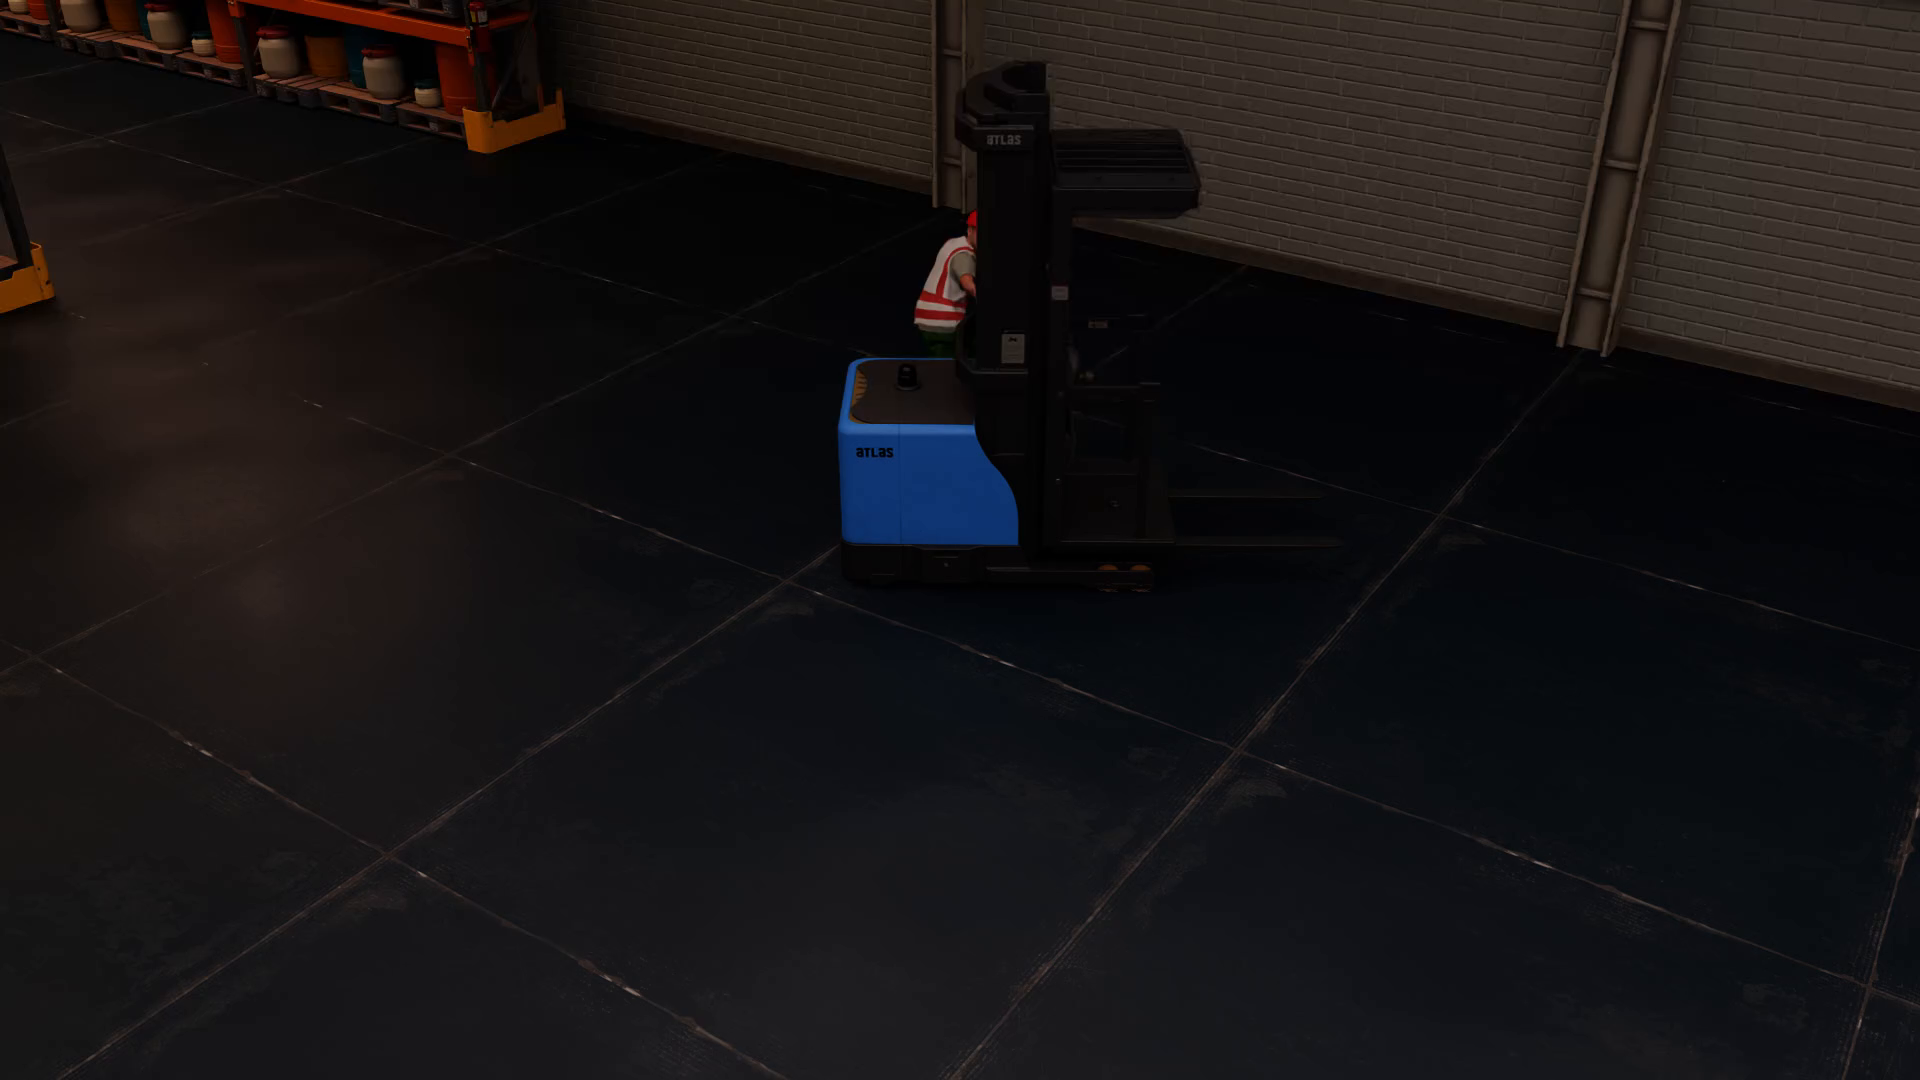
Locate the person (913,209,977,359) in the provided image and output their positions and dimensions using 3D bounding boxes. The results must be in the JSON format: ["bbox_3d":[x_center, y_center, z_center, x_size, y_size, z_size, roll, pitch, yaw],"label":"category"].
[{"bbox_3d":[0.212,-1.528,11.635,1.112,1.554,0.938,-23,37,-34],"label":"person"}]

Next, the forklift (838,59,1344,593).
[{"bbox_3d":[0.804,-1.222,9.685,3.031,2.935,1.130,0,30,1],"label":"forklift"}]
